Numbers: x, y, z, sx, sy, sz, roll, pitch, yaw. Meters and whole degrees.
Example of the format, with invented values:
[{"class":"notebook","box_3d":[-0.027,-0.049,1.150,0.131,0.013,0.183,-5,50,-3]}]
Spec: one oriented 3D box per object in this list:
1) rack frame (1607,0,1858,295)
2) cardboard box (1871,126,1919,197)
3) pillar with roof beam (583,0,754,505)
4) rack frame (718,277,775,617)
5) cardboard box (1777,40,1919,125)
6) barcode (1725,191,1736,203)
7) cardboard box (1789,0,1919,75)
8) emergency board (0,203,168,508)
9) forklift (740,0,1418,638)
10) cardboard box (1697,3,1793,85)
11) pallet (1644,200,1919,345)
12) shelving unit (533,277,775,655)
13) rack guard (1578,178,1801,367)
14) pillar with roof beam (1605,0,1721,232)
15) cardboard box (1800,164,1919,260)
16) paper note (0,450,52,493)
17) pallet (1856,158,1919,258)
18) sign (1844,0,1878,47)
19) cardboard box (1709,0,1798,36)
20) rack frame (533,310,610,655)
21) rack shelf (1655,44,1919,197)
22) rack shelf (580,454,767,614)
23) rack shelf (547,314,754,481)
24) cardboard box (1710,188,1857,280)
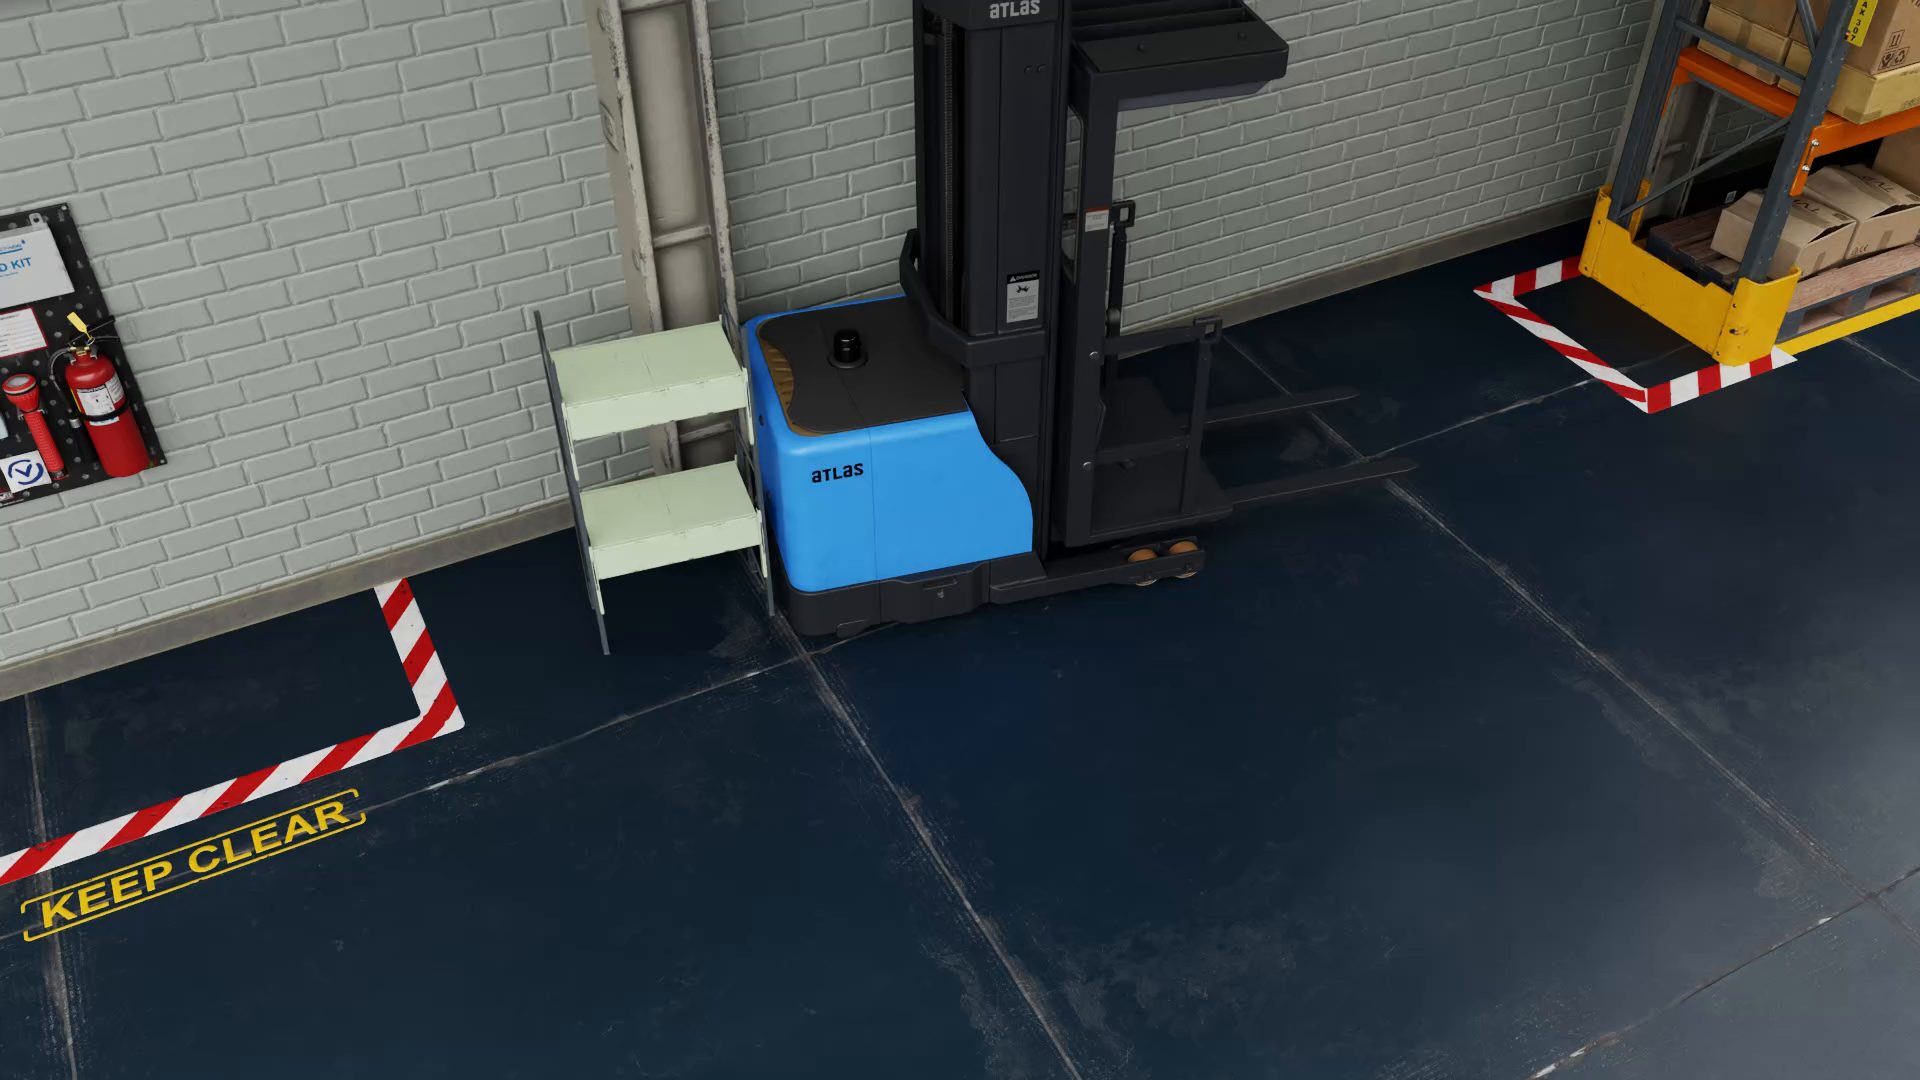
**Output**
[{"class":"rack frame","box_3d":[3.894,-2.414,8.270,0.127,3.000,1.000,-19,44,-21]},{"class":"cardboard box","box_3d":[5.729,-2.144,9.544,0.500,0.500,0.700,-21,45,-23]},{"class":"pillar with roof beam","box_3d":[0.783,-1.151,2.134,0.400,9.000,9.100,-19,44,-21]},{"class":"rack frame","box_3d":[-0.894,-0.357,7.000,0.023,1.500,0.400,-13,42,-15]},{"class":"cardboard box","box_3d":[4.474,-2.329,8.269,0.500,0.250,0.500,-20,44,-22]},{"class":"barcode","box_3d":[4.381,-1.949,9.453,0.075,0.075,0.001,-19,44,-21]},{"class":"cardboard box","box_3d":[4.457,-2.621,8.034,0.500,0.500,0.500,-19,44,-21]},{"class":"emergency board","box_3d":[-3.415,-0.613,6.141,0.643,1.169,0.194,-19,44,-21]},{"class":"forklift","box_3d":[0.606,-1.231,6.925,3.031,2.935,1.130,-11,41,-12]},{"class":"cardboard box","box_3d":[4.219,-2.615,8.608,0.500,0.250,0.500,-18,43,-20]},{"class":"pallet","box_3d":[4.699,-1.595,9.460,1.213,0.211,1.003,-19,44,-21]},{"class":"shelving unit","box_3d":[-1.239,-0.278,6.907,0.755,1.500,0.431,-13,42,-15]},{"class":"rack guard","box_3d":[3.962,-1.483,9.104,0.348,0.500,1.175,-19,44,-21]},{"class":"pillar with roof beam","box_3d":[6.104,-2.942,4.249,0.400,9.000,9.100,-19,44,-21]},{"class":"cardboard box","box_3d":[5.055,-1.881,9.380,0.500,0.311,0.500,-15,43,-17]},{"class":"paper note","box_3d":[-3.604,-0.263,6.410,0.142,0.148,0.016,-19,44,-21]},{"class":"pallet","box_3d":[5.779,-1.957,9.887,1.213,0.211,1.003,-19,44,-21]},{"class":"sign","box_3d":[4.145,-2.434,7.623,0.005,0.325,0.100,-19,44,-21]},{"class":"cardboard box","box_3d":[4.214,-2.914,8.379,0.500,0.500,0.500,-19,44,-21]},{"class":"rack frame","box_3d":[-1.584,-0.200,6.814,0.023,1.500,0.400,-13,42,-15]},{"class":"rack shelf","box_3d":[5.668,-2.737,9.207,4.000,0.370,1.077,-19,44,-21]},{"class":"rack shelf","box_3d":[-1.239,-0.030,7.118,0.720,0.370,0.431,-13,42,-15]},{"class":"rack shelf","box_3d":[-1.239,-0.576,6.655,0.720,0.370,0.431,-13,42,-15]},{"class":"cardboard box","box_3d":[4.549,-1.711,9.179,0.500,0.311,0.500,-24,46,-25]}]
